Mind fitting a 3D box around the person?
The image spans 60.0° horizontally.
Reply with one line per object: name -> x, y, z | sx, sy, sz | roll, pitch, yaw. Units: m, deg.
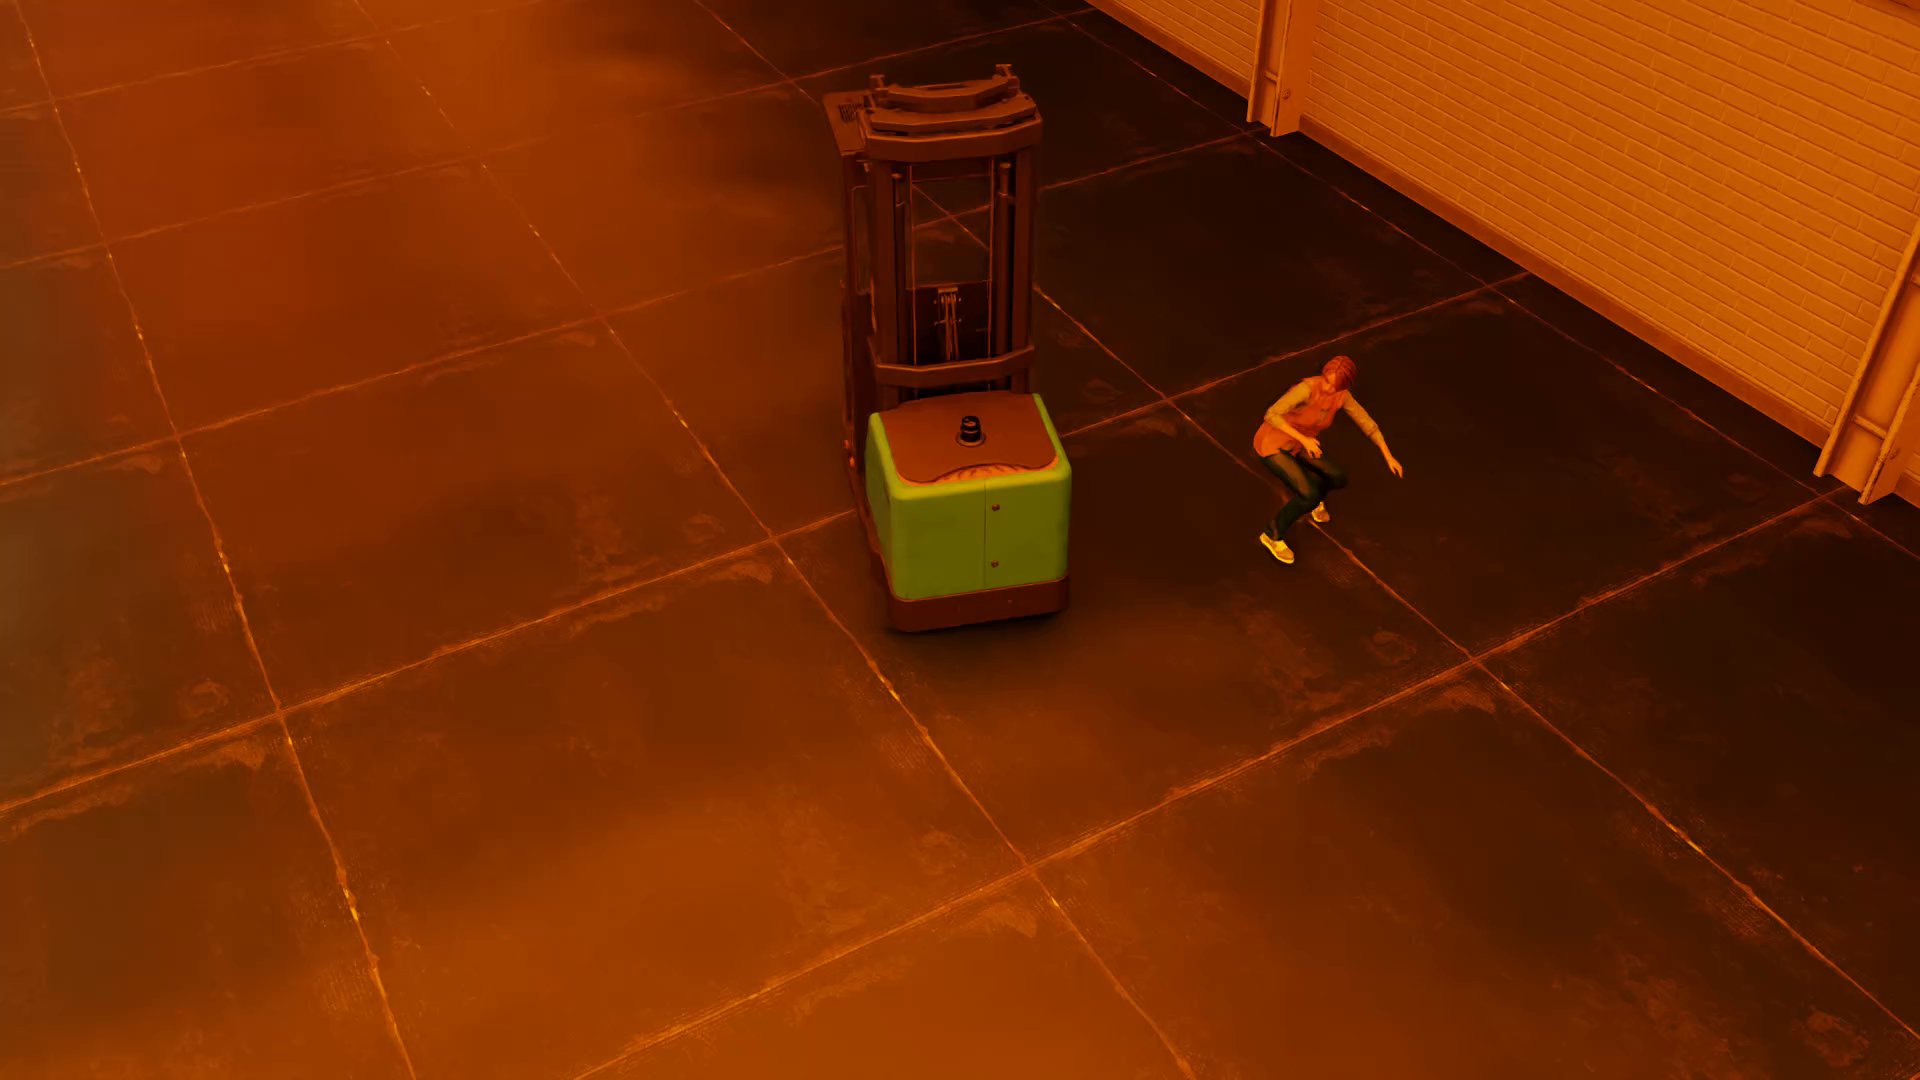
person -> 2.128, -0.481, 9.886 | 0.686, 1.350, 0.811 | -29, 48, -30

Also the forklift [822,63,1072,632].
forklift -> -0.171, -1.543, 9.896 | 1.130, 2.935, 3.031 | -8, 40, -9
